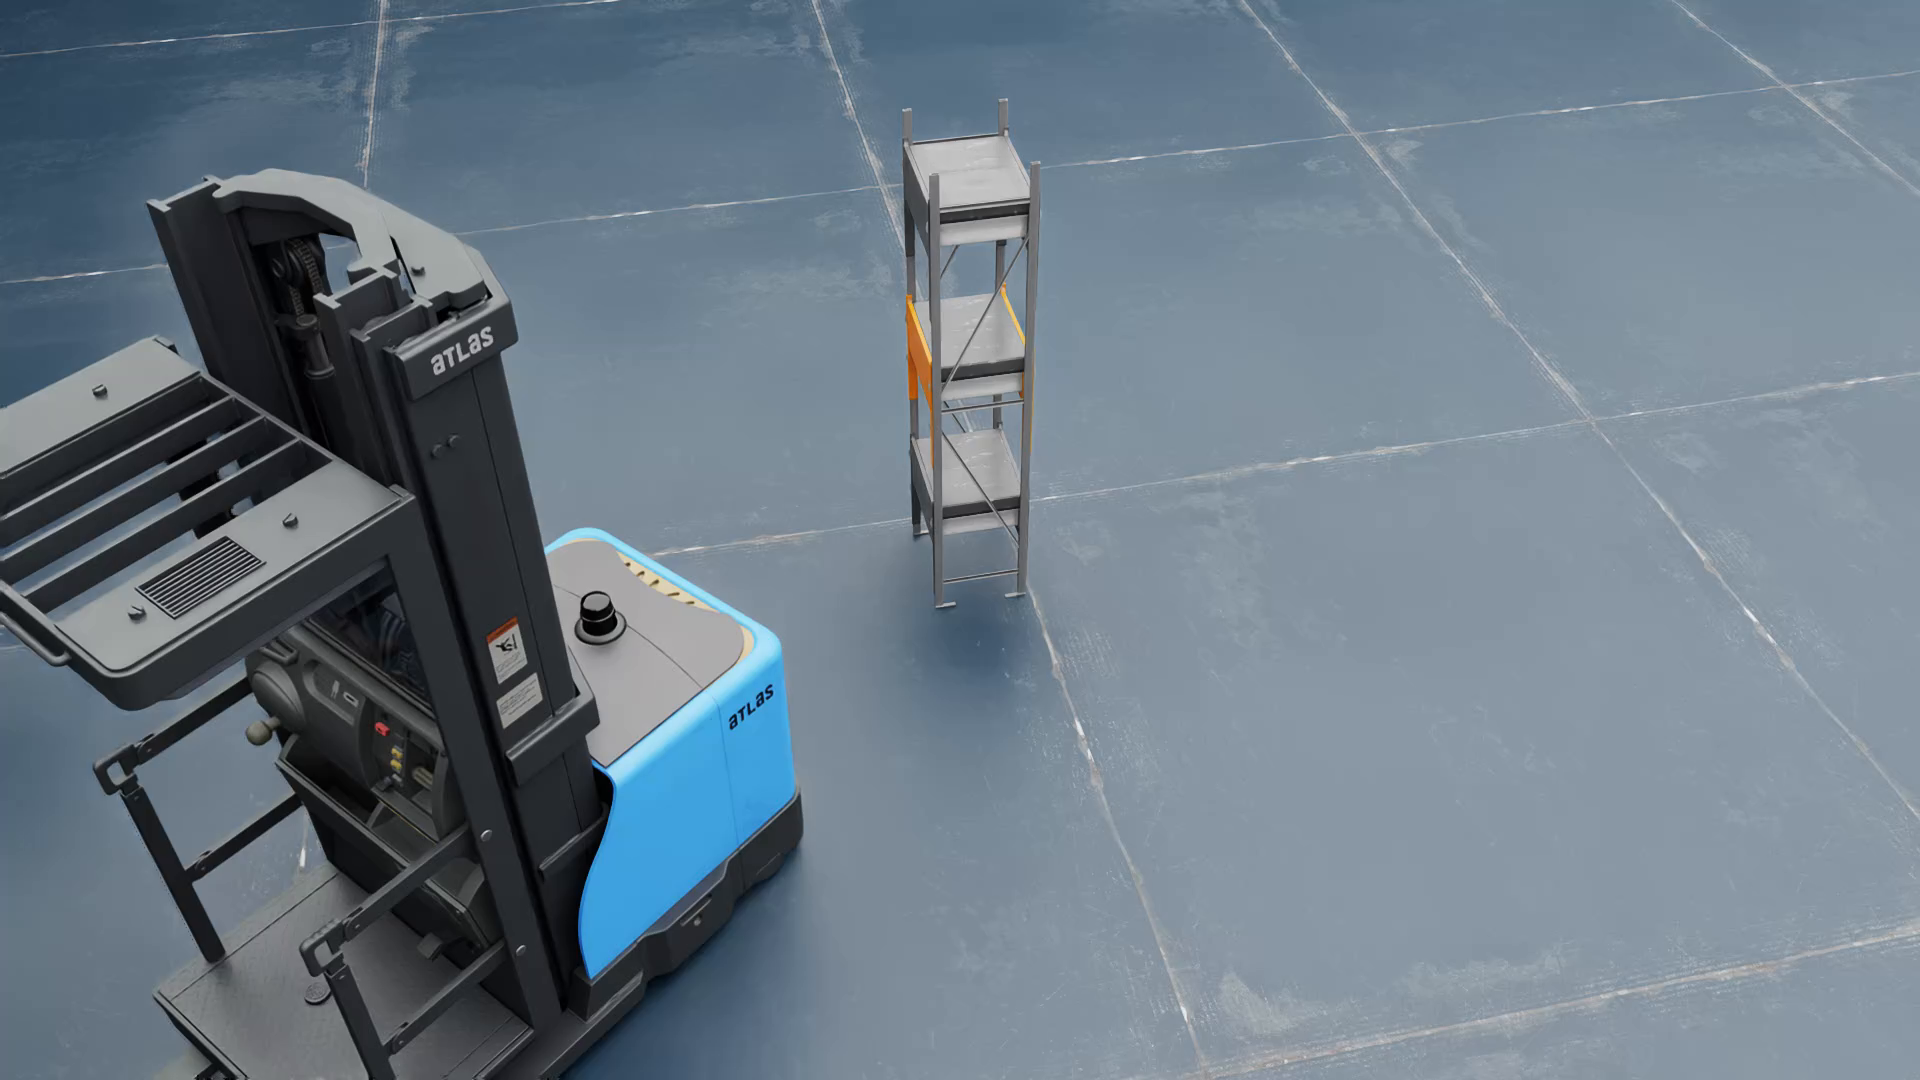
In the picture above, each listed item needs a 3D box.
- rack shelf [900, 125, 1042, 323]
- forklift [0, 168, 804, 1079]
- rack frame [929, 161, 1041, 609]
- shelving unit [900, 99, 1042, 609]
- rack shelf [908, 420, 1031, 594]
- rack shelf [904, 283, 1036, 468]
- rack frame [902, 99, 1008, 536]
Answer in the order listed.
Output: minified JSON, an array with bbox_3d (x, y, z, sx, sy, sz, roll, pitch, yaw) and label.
[{"bbox_3d":[0.036,-1.191,6.258,0.431,0.518,0.480,-8,42,-9],"label":"rack shelf"},{"bbox_3d":[-1.891,0.601,4.646,1.130,2.935,3.031,28,49,28],"label":"forklift"},{"bbox_3d":[0.088,-0.520,6.536,0.400,2.100,0.015,-8,42,-9],"label":"rack frame"},{"bbox_3d":[0.036,-0.678,6.714,0.431,2.100,0.503,-8,42,-9],"label":"shelving unit"},{"bbox_3d":[0.036,-0.144,7.188,0.431,0.518,0.480,-8,42,-9],"label":"rack shelf"},{"bbox_3d":[0.036,-0.668,6.723,0.431,0.518,0.480,-8,42,-9],"label":"rack shelf"},{"bbox_3d":[-0.017,-0.836,6.892,0.400,2.100,0.015,-8,42,-9],"label":"rack frame"}]
